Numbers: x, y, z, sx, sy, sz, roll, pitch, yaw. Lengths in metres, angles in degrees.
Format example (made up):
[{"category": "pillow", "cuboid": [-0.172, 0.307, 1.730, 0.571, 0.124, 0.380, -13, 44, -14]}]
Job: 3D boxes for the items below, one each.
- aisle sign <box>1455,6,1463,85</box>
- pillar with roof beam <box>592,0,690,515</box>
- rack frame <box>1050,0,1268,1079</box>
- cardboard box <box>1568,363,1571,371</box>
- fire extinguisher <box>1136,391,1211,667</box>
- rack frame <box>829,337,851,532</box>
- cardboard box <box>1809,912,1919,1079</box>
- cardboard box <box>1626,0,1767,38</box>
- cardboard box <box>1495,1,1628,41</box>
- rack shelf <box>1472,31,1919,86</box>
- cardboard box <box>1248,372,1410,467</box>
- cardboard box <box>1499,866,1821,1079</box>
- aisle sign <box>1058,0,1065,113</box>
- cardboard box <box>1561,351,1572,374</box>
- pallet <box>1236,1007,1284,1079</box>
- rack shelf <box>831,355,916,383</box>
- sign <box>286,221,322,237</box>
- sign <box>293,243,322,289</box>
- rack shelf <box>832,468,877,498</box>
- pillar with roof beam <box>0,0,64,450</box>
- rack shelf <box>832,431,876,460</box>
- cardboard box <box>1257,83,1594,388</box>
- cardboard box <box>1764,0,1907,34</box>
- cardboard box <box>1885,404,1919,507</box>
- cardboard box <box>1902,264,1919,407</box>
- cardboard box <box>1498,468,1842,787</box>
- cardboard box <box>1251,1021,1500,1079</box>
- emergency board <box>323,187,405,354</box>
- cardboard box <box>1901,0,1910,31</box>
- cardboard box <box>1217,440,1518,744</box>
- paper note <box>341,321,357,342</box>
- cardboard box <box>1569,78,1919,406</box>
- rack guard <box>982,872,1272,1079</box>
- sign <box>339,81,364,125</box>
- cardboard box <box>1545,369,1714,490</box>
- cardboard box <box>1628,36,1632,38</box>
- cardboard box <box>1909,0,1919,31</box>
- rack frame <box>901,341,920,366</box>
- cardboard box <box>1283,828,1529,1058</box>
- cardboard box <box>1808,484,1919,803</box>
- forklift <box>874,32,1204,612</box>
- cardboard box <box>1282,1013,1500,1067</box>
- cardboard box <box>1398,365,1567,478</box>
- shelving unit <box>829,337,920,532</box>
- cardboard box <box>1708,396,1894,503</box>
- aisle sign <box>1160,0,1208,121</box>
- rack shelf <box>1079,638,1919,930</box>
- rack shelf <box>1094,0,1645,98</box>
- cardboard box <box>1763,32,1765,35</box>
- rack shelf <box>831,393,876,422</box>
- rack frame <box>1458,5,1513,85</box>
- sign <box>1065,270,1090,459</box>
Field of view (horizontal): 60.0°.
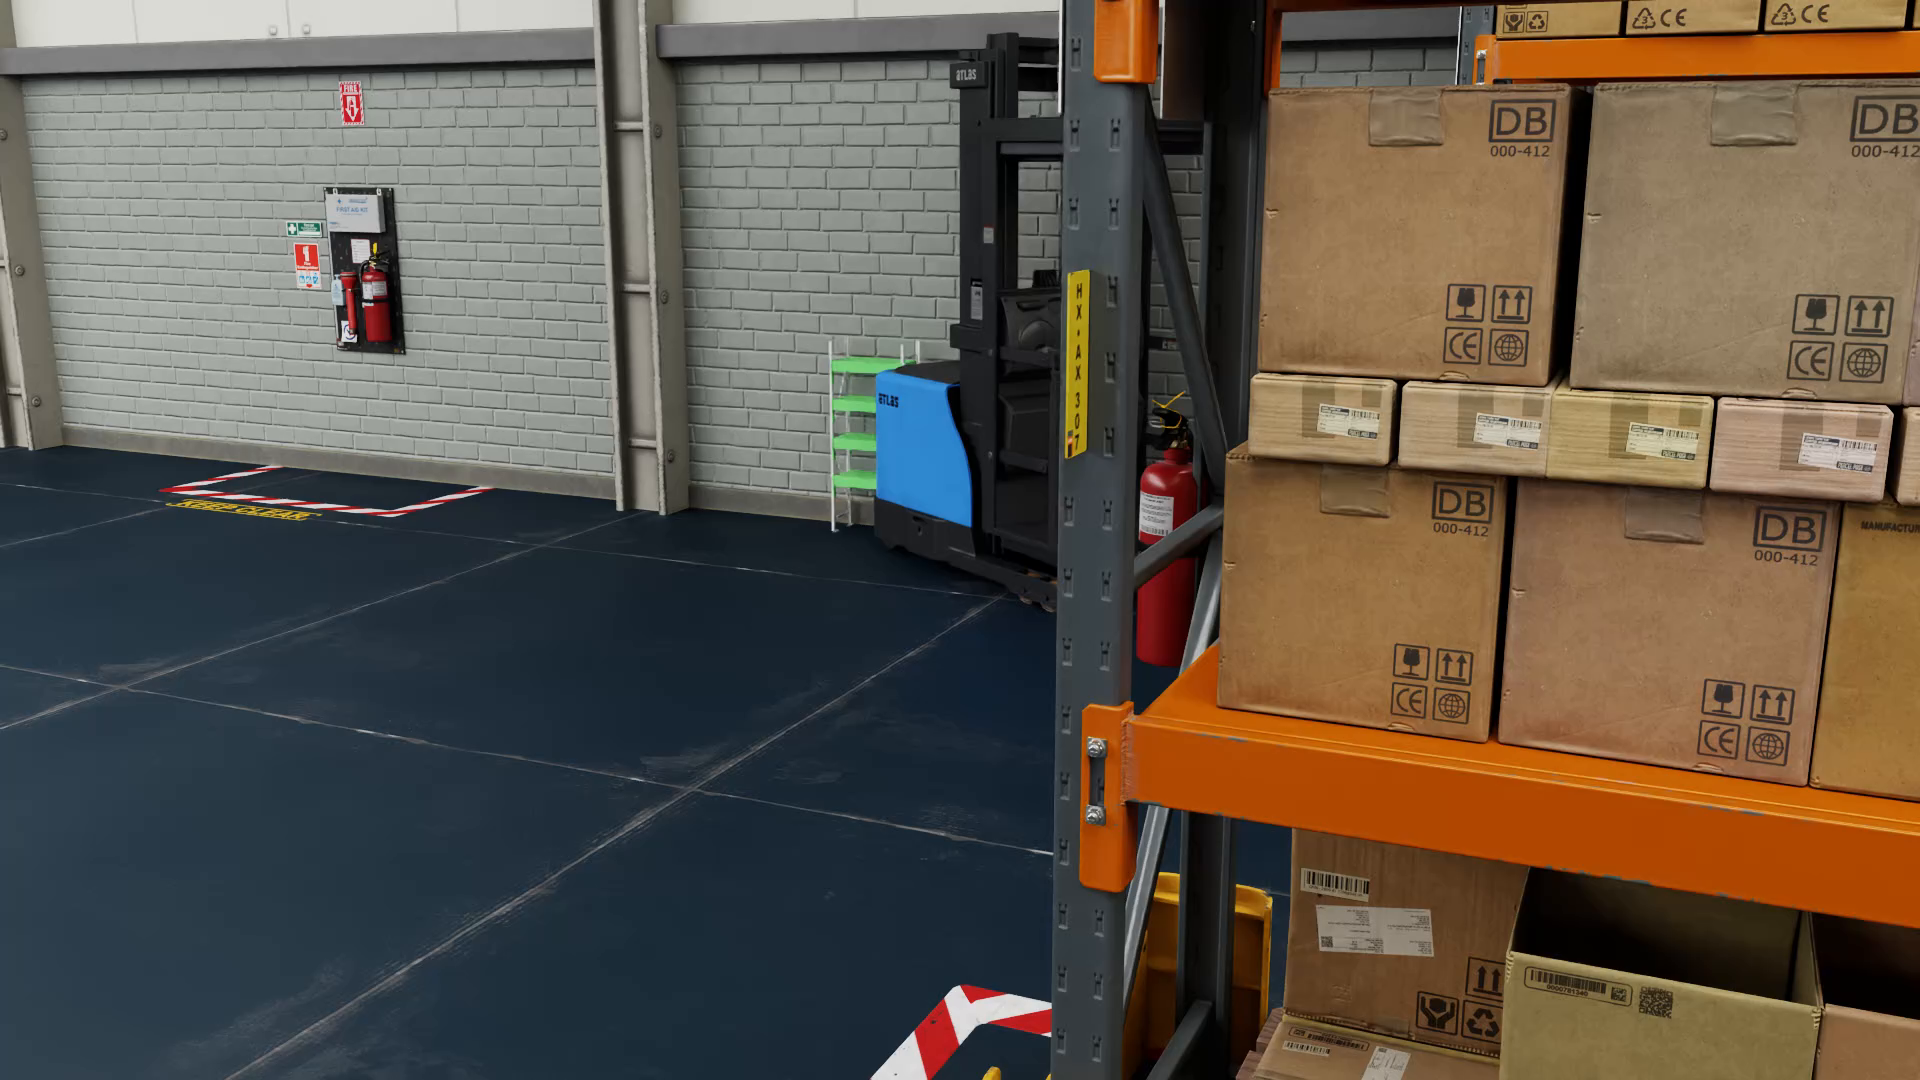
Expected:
[{"category": "aisle sign", "cuboid": [2.254, -2.212, 7.425, 0.004, 0.787, 0.394, 6, 14, 23]}, {"category": "pillar with roof beam", "cuboid": [-3.798, -3.695, 6.303, 0.400, 9.000, 9.100, 6, 14, 23]}, {"category": "rack frame", "cuboid": [0.439, 0.033, 3.550, 0.127, 3.000, 1.000, 6, 14, 23]}, {"category": "cardboard box", "cuboid": [1.339, -0.289, 3.280, 0.250, 0.149, 0.380, 6, 14, 22]}, {"category": "fire extinguisher", "cuboid": [0.519, -0.038, 4.019, 0.183, 0.674, 0.296, 6, 14, 23]}, {"category": "rack frame", "cuboid": [-0.751, -0.659, 10.435, 0.015, 1.200, 0.240, 6, 14, 23]}, {"category": "cardboard box", "cuboid": [1.759, 0.987, 2.939, 0.500, 0.500, 0.500, 6, 14, 23]}, {"category": "cardboard box", "cuboid": [3.123, -2.381, 7.006, 0.500, 0.500, 0.500, 7, 15, 27]}, {"category": "cardboard box", "cuboid": [2.646, -2.438, 7.250, 0.500, 0.500, 0.500, 6, 15, 25]}, {"category": "rack shelf", "cuboid": [4.270, -1.927, 6.911, 4.000, 0.370, 1.077, 6, 14, 23]}, {"category": "cardboard box", "cuboid": [0.710, -0.251, 3.118, 0.250, 0.149, 0.380, 6, 14, 23]}, {"category": "cardboard box", "cuboid": [1.297, 0.944, 3.125, 0.500, 0.500, 0.500, 6, 14, 23]}, {"category": "aisle sign", "cuboid": [0.254, -1.175, 3.006, 0.004, 0.787, 0.394, 6, 14, 23]}, {"category": "cardboard box", "cuboid": [1.105, -0.312, 3.381, 0.250, 0.149, 0.380, 6, 15, 25]}, {"category": "pallet", "cuboid": [1.155, 1.452, 3.604, 1.213, 0.211, 1.003, 6, 14, 23]}, {"category": "rack shelf", "cuboid": [-0.526, -1.042, 10.247, 0.480, 0.148, 0.258, 6, 14, 23]}, {"category": "sign", "cuboid": [-4.761, -2.256, 12.064, 0.331, 0.109, 0.001, 6, 14, 23]}, {"category": "sign", "cuboid": [-4.762, -2.000, 12.135, 0.234, 0.329, 0.001, 6, 14, 23]}, {"category": "rack shelf", "cuboid": [-0.527, -0.341, 10.410, 0.480, 0.148, 0.258, 6, 14, 23]}, {"category": "pillar with roof beam", "cuboid": [-9.283, -4.250, 8.669, 0.400, 9.000, 9.100, 6, 14, 23]}, {"category": "rack shelf", "cuboid": [-0.527, -0.575, 10.355, 0.480, 0.148, 0.258, 6, 14, 23]}, {"category": "cardboard box", "cuboid": [0.909, -0.597, 3.174, 0.500, 0.500, 0.700, 6, 14, 23]}, {"category": "cardboard box", "cuboid": [3.599, -2.334, 6.805, 0.500, 0.500, 0.500, 7, 15, 26]}, {"category": "cardboard box", "cuboid": [1.655, -0.155, 2.712, 0.250, 0.149, 0.380, 5, 14, 21]}, {"category": "cardboard box", "cuboid": [1.853, -0.503, 2.773, 0.500, 0.500, 0.700, 6, 14, 23]}, {"category": "cardboard box", "cuboid": [1.342, 0.077, 3.140, 0.500, 0.500, 0.700, 6, 15, 25]}, {"category": "cardboard box", "cuboid": [0.839, 1.263, 3.406, 0.500, 0.250, 0.500, 6, 14, 23]}, {"category": "emergency board", "cuboid": [-4.298, -1.910, 11.829, 0.643, 1.169, 0.194, 6, 14, 23]}, {"category": "cardboard box", "cuboid": [3.852, -2.445, 7.279, 0.500, 0.500, 0.500, 5, 14, 21]}, {"category": "cardboard box", "cuboid": [0.860, 0.030, 3.343, 0.500, 0.500, 0.700, 6, 14, 23]}, {"category": "paper note", "cuboid": [-4.432, -1.512, 12.061, 0.142, 0.148, 0.016, 6, 14, 23]}, {"category": "cardboard box", "cuboid": [1.392, -0.549, 2.971, 0.500, 0.500, 0.700, 5, 14, 22]}, {"category": "rack guard", "cuboid": [0.417, 1.247, 3.845, 0.348, 0.500, 1.175, 6, 14, 23]}, {"category": "sign", "cuboid": [-4.265, -3.060, 11.656, 0.199, 0.298, 0.001, 6, 14, 23]}, {"category": "cardboard box", "cuboid": [1.180, -0.203, 2.916, 0.250, 0.149, 0.380, 6, 14, 23]}, {"category": "cardboard box", "cuboid": [2.926, -2.535, 7.665, 0.500, 0.500, 0.500, 7, 15, 27]}, {"category": "cardboard box", "cuboid": [4.097, -2.288, 6.613, 0.500, 0.500, 0.500, 7, 15, 27]}, {"category": "rack frame", "cuboid": [-0.303, -0.615, 10.247, 0.015, 1.200, 0.240, 6, 14, 23]}, {"category": "cardboard box", "cuboid": [1.049, 0.789, 3.783, 0.500, 0.500, 0.500, 6, 14, 23]}, {"category": "cardboard box", "cuboid": [1.794, 0.125, 2.939, 0.500, 0.500, 0.700, 6, 14, 24]}, {"category": "forklift", "cuboid": [0.739, -1.176, 8.850, 1.130, 2.935, 3.031, -9, 16, -34]}, {"category": "cardboard box", "cuboid": [1.049, 1.155, 3.867, 0.500, 0.250, 0.500, 6, 14, 23]}, {"category": "cardboard box", "cuboid": [0.953, -0.227, 3.016, 0.250, 0.149, 0.380, 5, 14, 22]}, {"category": "shelving unit", "cuboid": [-0.527, -0.637, 10.341, 0.503, 1.200, 0.258, 6, 14, 23]}, {"category": "cardboard box", "cuboid": [1.410, -0.180, 2.815, 0.250, 0.149, 0.380, 6, 14, 22]}, {"category": "aisle sign", "cuboid": [0.497, -1.300, 3.540, 0.004, 0.787, 0.394, 6, 14, 23]}, {"category": "rack shelf", "cuboid": [2.267, 0.568, 2.843, 4.000, 0.370, 1.077, 6, 14, 23]}, {"category": "rack shelf", "cuboid": [2.267, -0.892, 2.500, 4.000, 0.370, 1.077, 6, 14, 23]}, {"category": "cardboard box", "cuboid": [3.384, -2.495, 7.491, 0.500, 0.500, 0.500, 6, 14, 23]}, {"category": "rack shelf", "cuboid": [-0.526, -0.809, 10.301, 0.480, 0.148, 0.258, 6, 14, 23]}, {"category": "rack frame", "cuboid": [2.442, -1.002, 7.960, 0.127, 3.000, 1.000, 6, 14, 23]}, {"category": "sign", "cuboid": [0.208, -0.312, 2.950, 0.005, 0.325, 0.100, 6, 14, 23]}]
